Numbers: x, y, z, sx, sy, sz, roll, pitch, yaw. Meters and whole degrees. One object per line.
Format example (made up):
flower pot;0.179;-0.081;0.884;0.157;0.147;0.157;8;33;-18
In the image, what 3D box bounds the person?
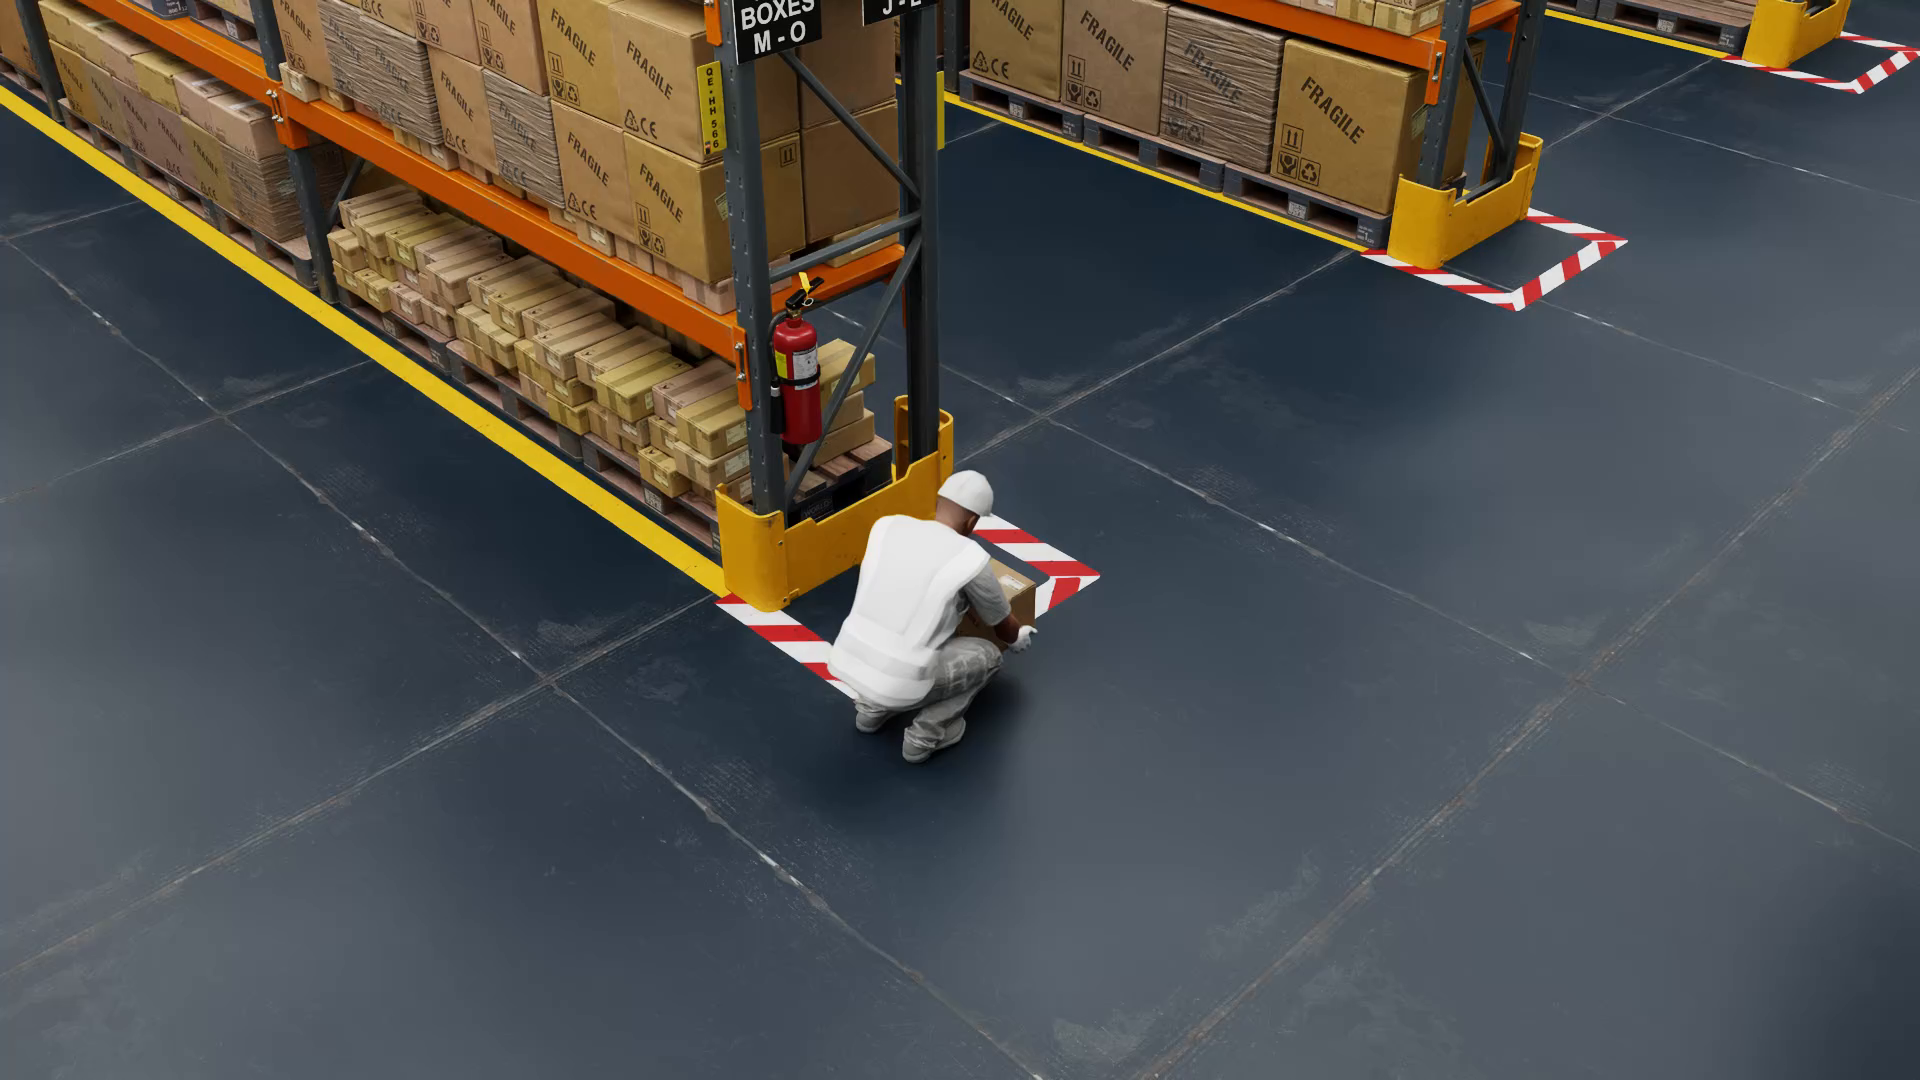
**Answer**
person;-0.118;0.277;6.431;0.569;0.990;0.912;28;44;34
